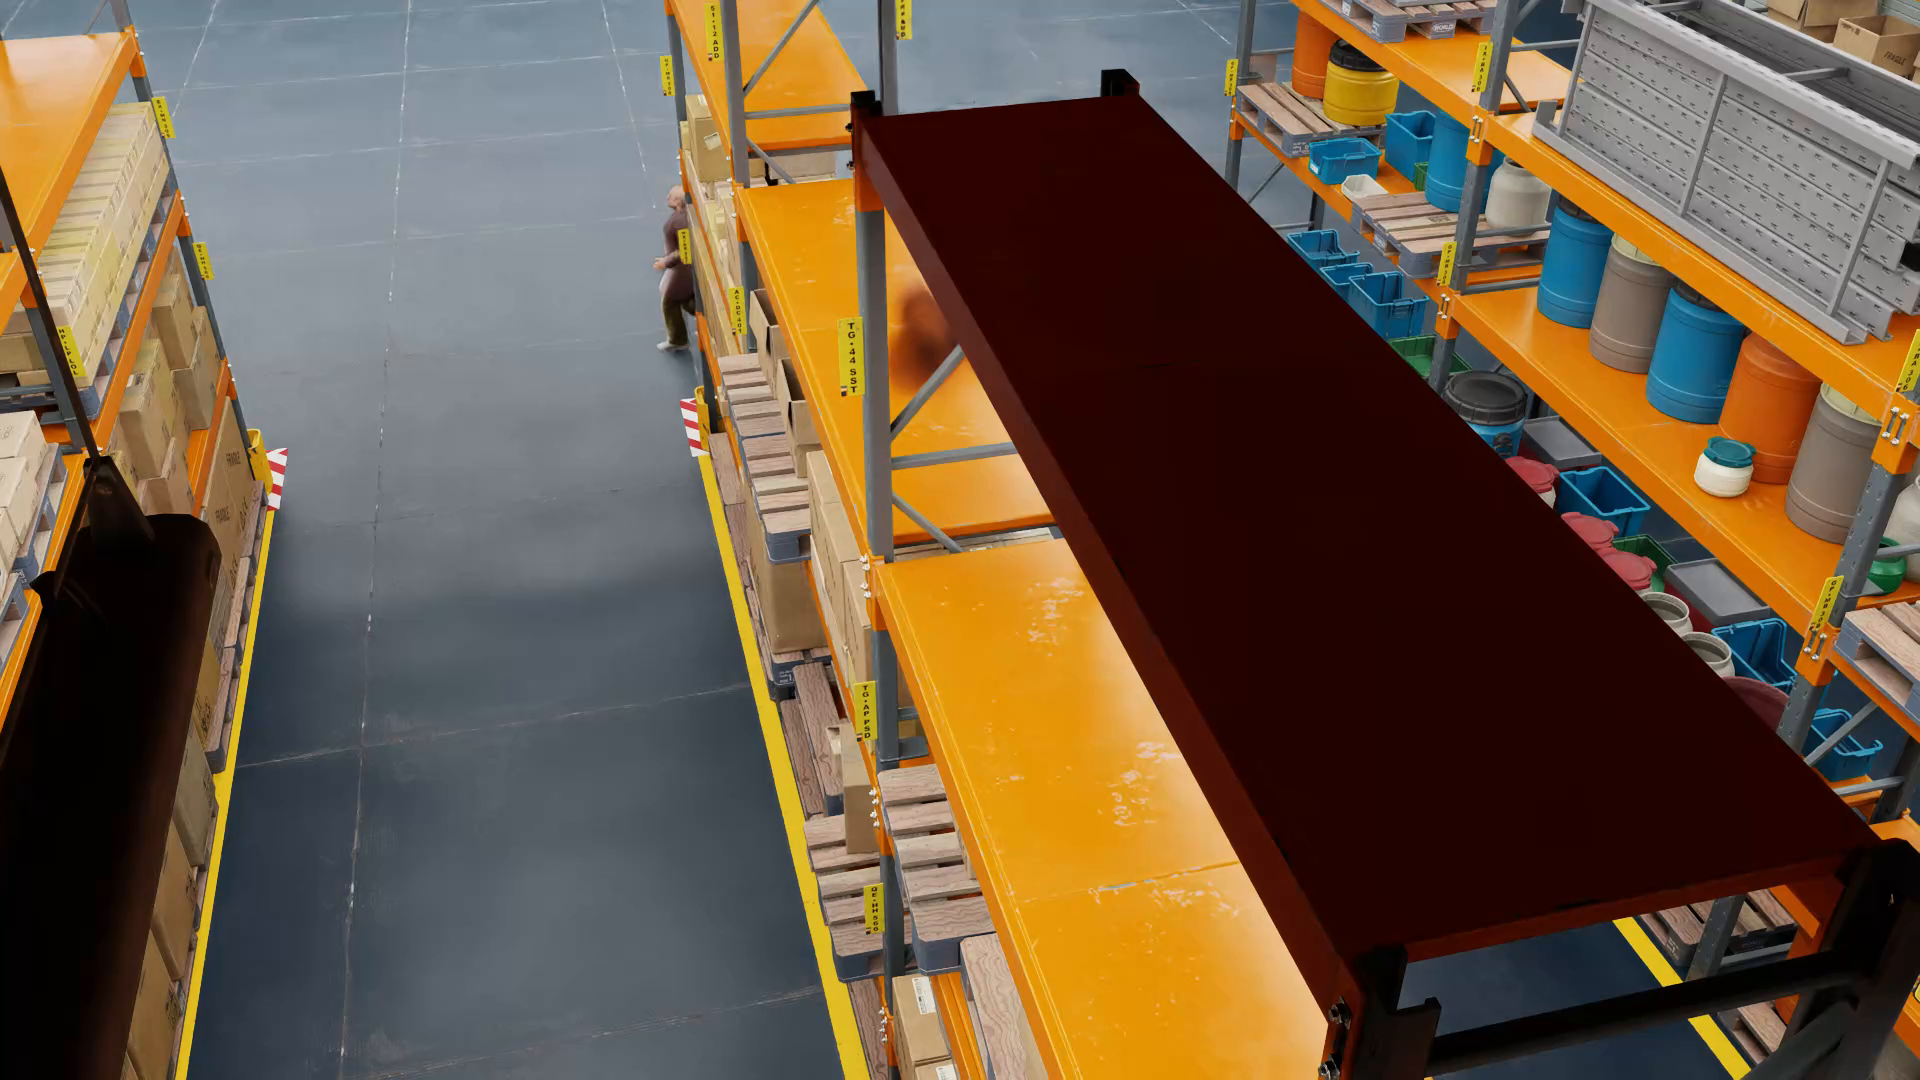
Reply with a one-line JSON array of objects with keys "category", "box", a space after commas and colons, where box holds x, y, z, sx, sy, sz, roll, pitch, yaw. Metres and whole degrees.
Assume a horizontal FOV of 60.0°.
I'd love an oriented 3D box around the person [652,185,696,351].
[{"category": "person", "box": [-2.685, -2.657, 16.448, 0.843, 1.790, 0.760, 5, 35, 8]}]
